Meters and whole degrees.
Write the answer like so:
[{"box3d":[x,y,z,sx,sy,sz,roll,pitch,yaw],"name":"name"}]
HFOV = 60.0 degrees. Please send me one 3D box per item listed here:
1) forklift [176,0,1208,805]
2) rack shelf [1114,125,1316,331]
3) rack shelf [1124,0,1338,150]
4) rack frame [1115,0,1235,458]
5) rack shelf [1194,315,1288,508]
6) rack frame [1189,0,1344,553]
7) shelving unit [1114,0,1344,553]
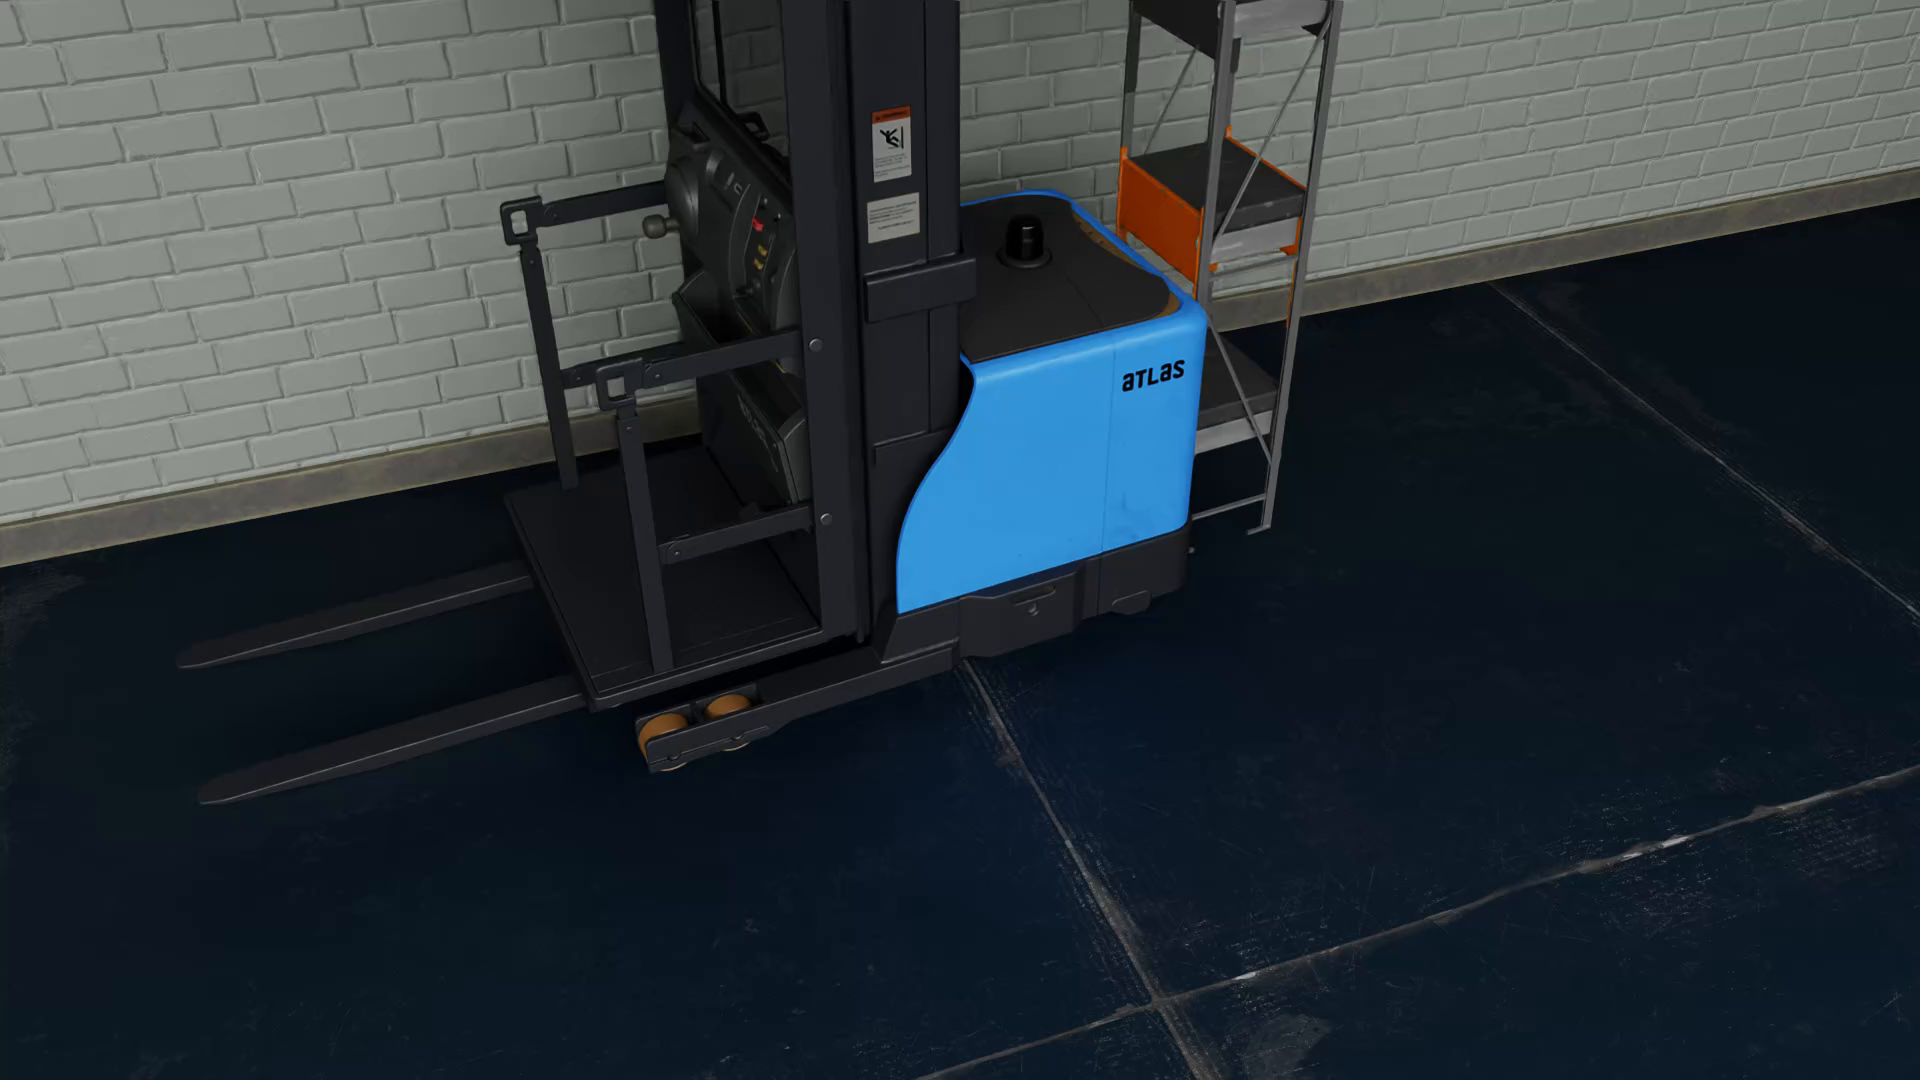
[{"box3d":[-0.812,-0.861,4.457,3.031,2.935,1.130,-16,40,-20],"name":"forklift"},{"box3d":[0.795,-0.953,5.293,0.431,0.518,0.480,-16,40,-20],"name":"rack shelf"},{"box3d":[0.795,-1.512,4.872,0.431,0.518,0.480,-16,40,-20],"name":"rack shelf"},{"box3d":[0.689,-1.096,5.460,0.400,2.100,0.015,-16,40,-20],"name":"rack frame"},{"box3d":[0.795,-0.394,5.714,0.431,0.518,0.480,-16,40,-20],"name":"rack shelf"},{"box3d":[0.900,-0.832,5.109,0.400,2.100,0.015,-16,40,-20],"name":"rack frame"},{"box3d":[0.795,-0.964,5.285,0.431,2.100,0.503,-16,40,-20],"name":"shelving unit"}]
